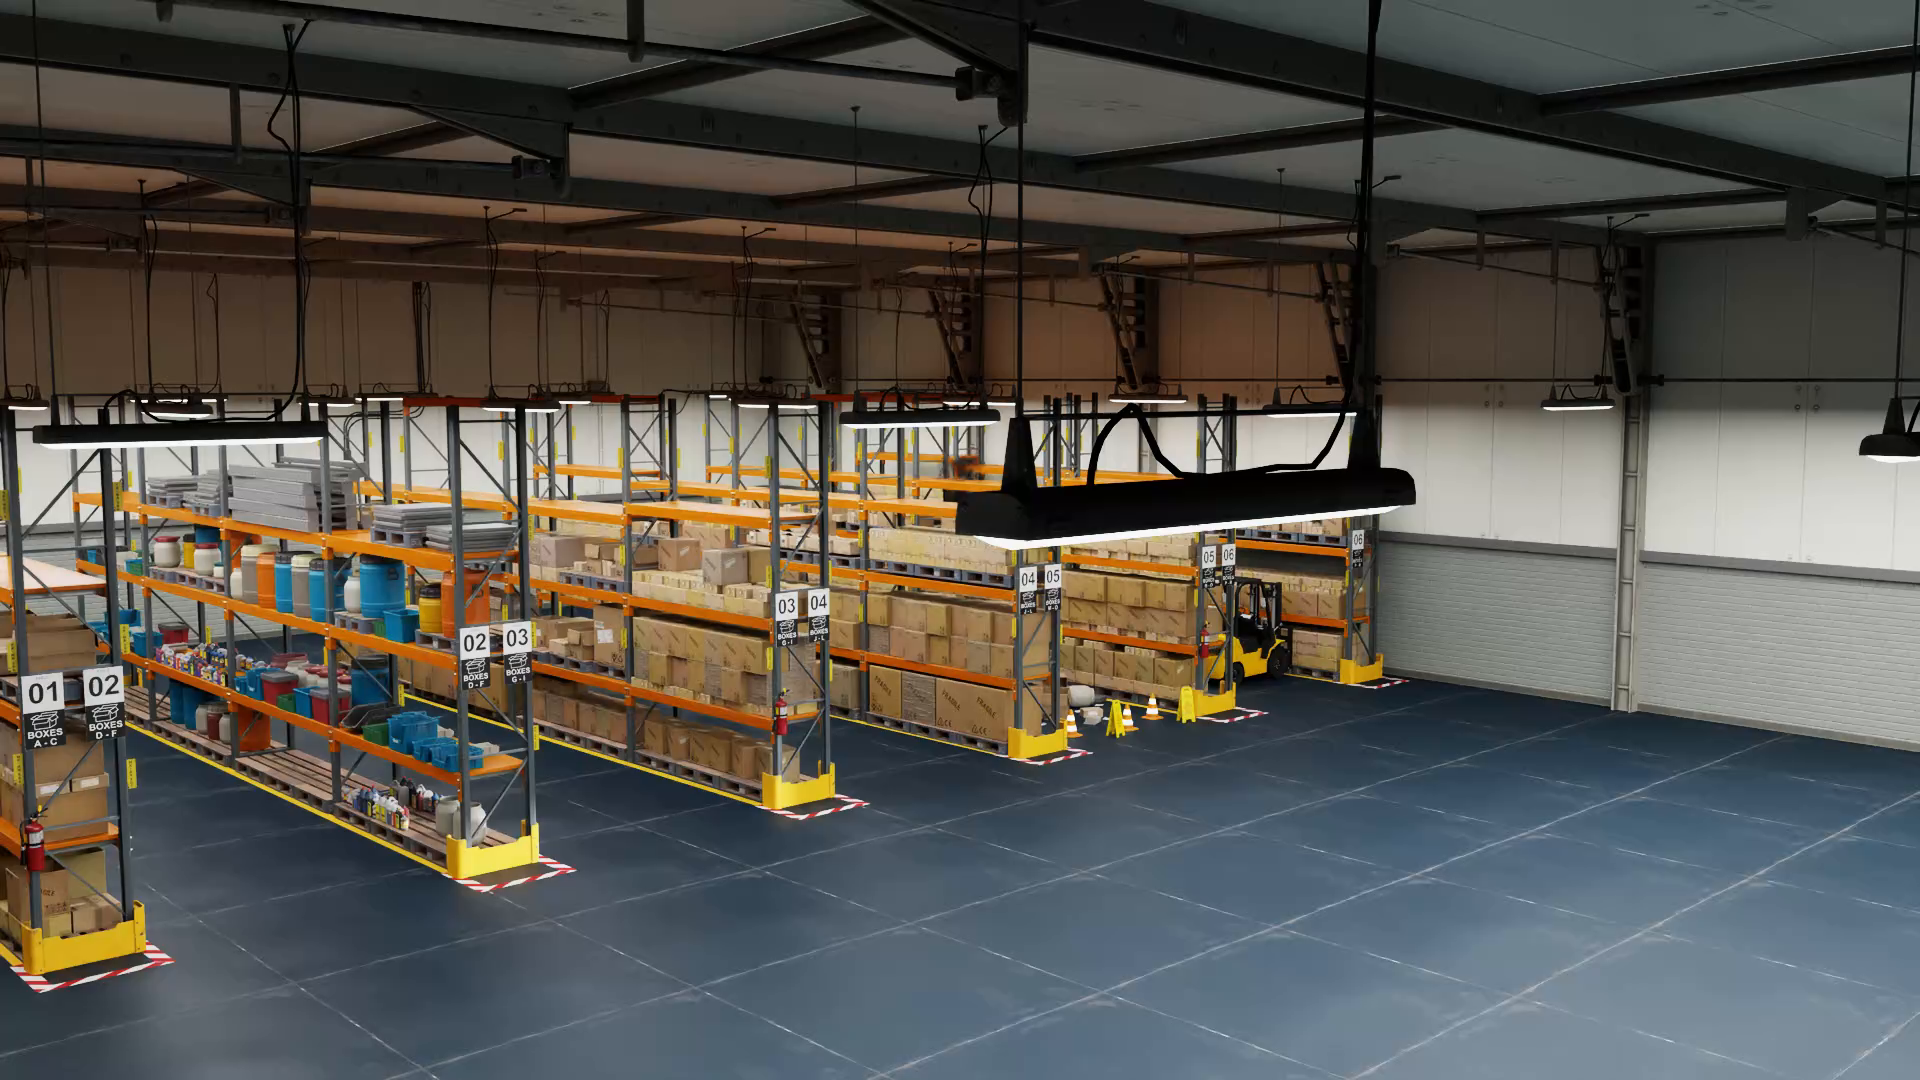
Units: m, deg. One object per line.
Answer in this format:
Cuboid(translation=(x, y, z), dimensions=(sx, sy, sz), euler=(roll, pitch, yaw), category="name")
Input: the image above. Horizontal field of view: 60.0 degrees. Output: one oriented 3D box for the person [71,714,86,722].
Cuboid(translation=(-13.919, 3.050, 25.925), dimensions=(0.956, 1.586, 0.731), euler=(2, 6, 19), category="person")
